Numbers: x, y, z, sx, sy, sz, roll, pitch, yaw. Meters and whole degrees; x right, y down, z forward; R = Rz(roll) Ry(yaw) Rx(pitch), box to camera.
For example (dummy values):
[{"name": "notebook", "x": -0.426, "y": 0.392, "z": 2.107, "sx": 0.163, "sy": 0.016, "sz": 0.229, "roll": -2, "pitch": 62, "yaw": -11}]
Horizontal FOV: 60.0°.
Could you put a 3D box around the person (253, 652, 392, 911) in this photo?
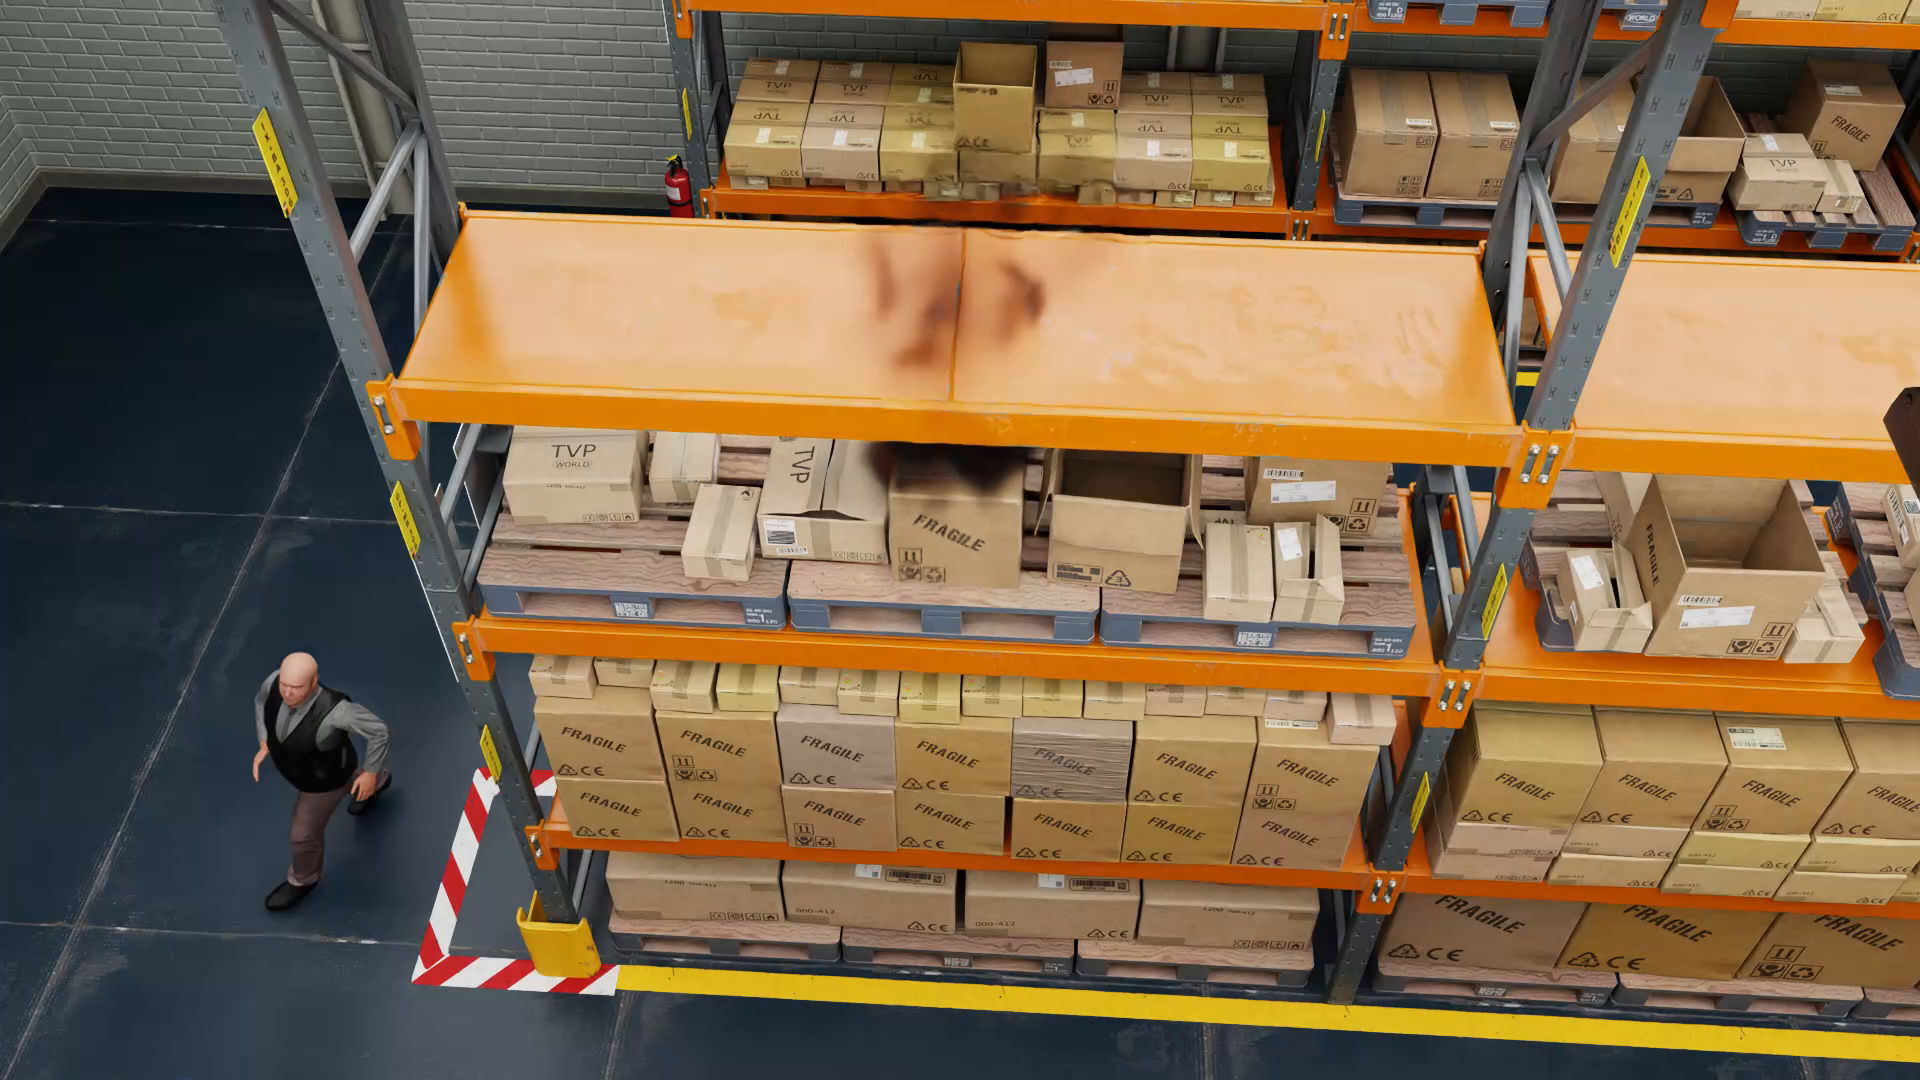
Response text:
[{"name": "person", "x": -3.321, "y": 1.208, "z": 8.475, "sx": 0.697, "sy": 1.667, "sz": 0.938, "roll": 30, "pitch": 55, "yaw": 25}]
